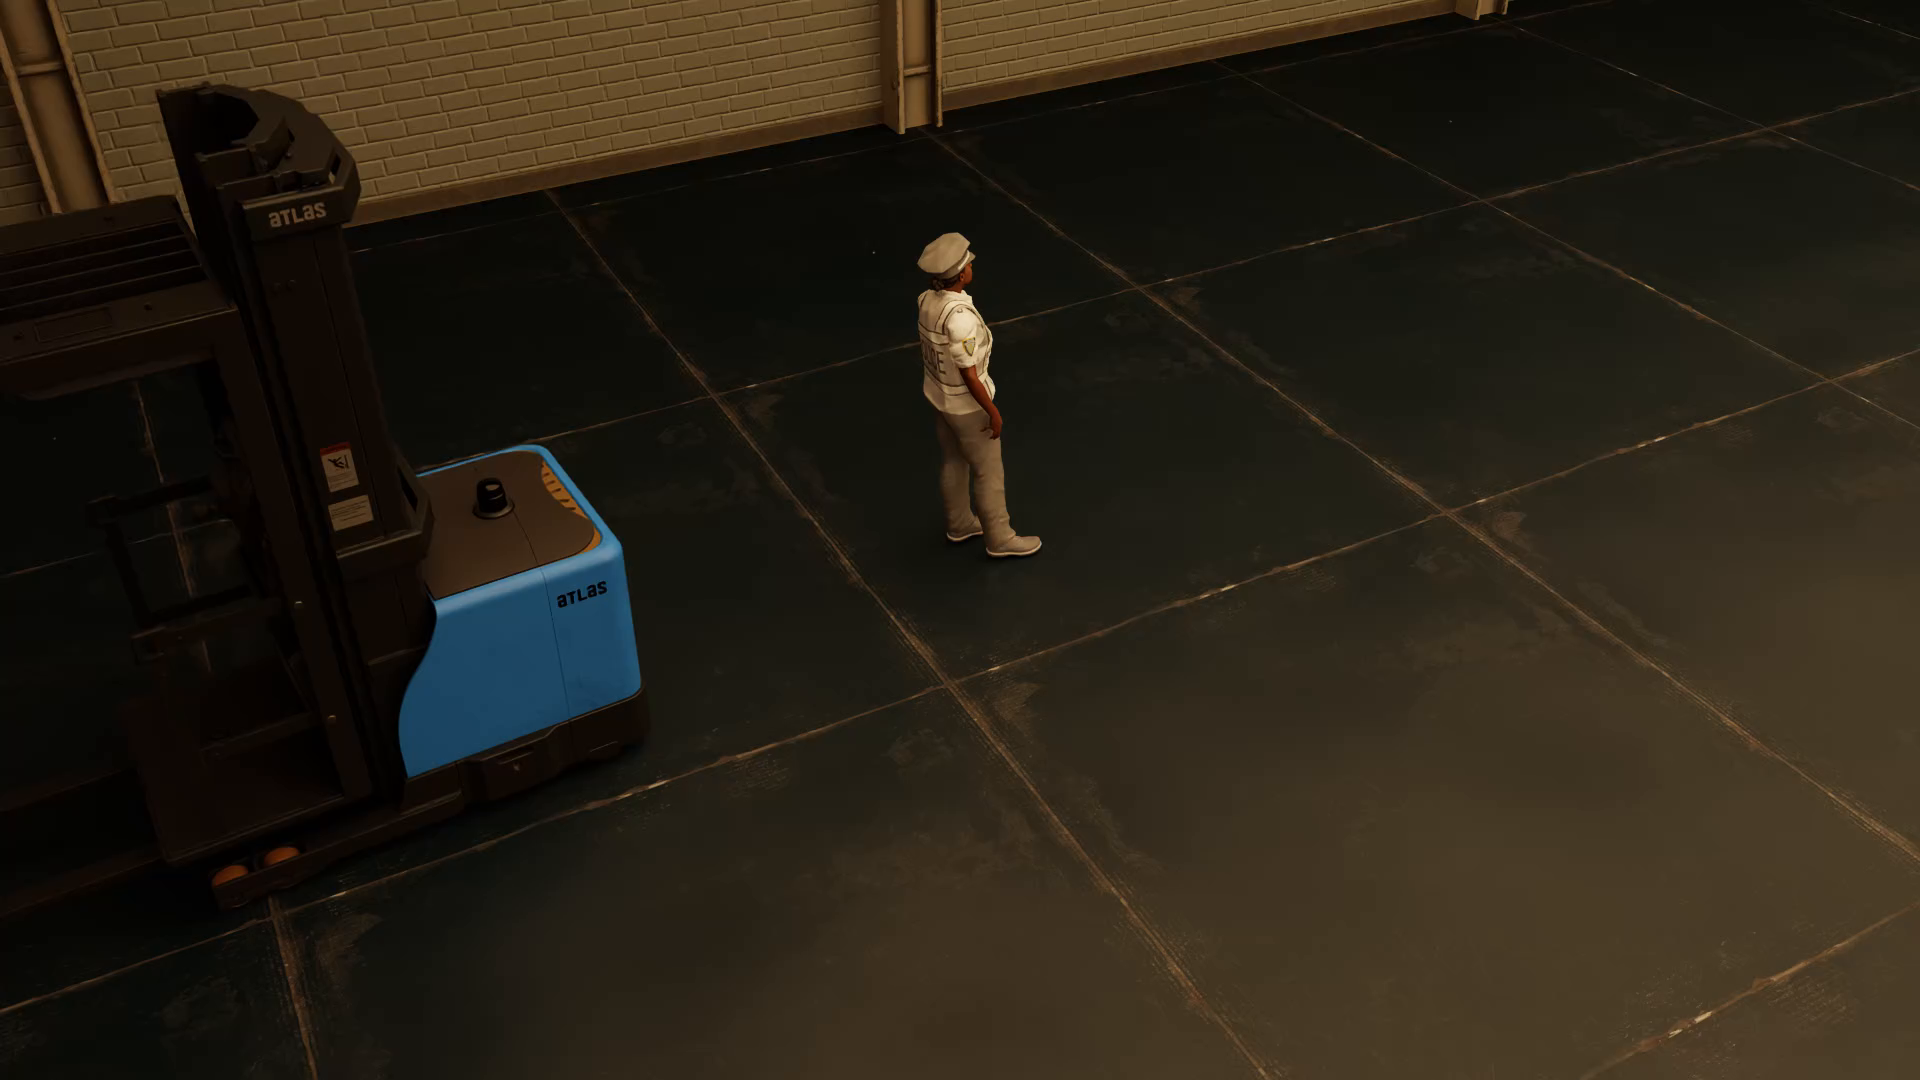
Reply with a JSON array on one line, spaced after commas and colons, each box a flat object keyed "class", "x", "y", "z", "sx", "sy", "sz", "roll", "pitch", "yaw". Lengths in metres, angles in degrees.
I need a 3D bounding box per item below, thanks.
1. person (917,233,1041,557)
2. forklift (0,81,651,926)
[{"class": "person", "x": 0.076, "y": -0.708, "z": 8.183, "sx": 0.528, "sy": 1.695, "sz": 0.569, "roll": -17, "pitch": 39, "yaw": -23}, {"class": "forklift", "x": -2.896, "y": -0.089, "z": 6.249, "sx": 3.031, "sy": 2.935, "sz": 1.130, "roll": -20, "pitch": 40, "yaw": -25}]
